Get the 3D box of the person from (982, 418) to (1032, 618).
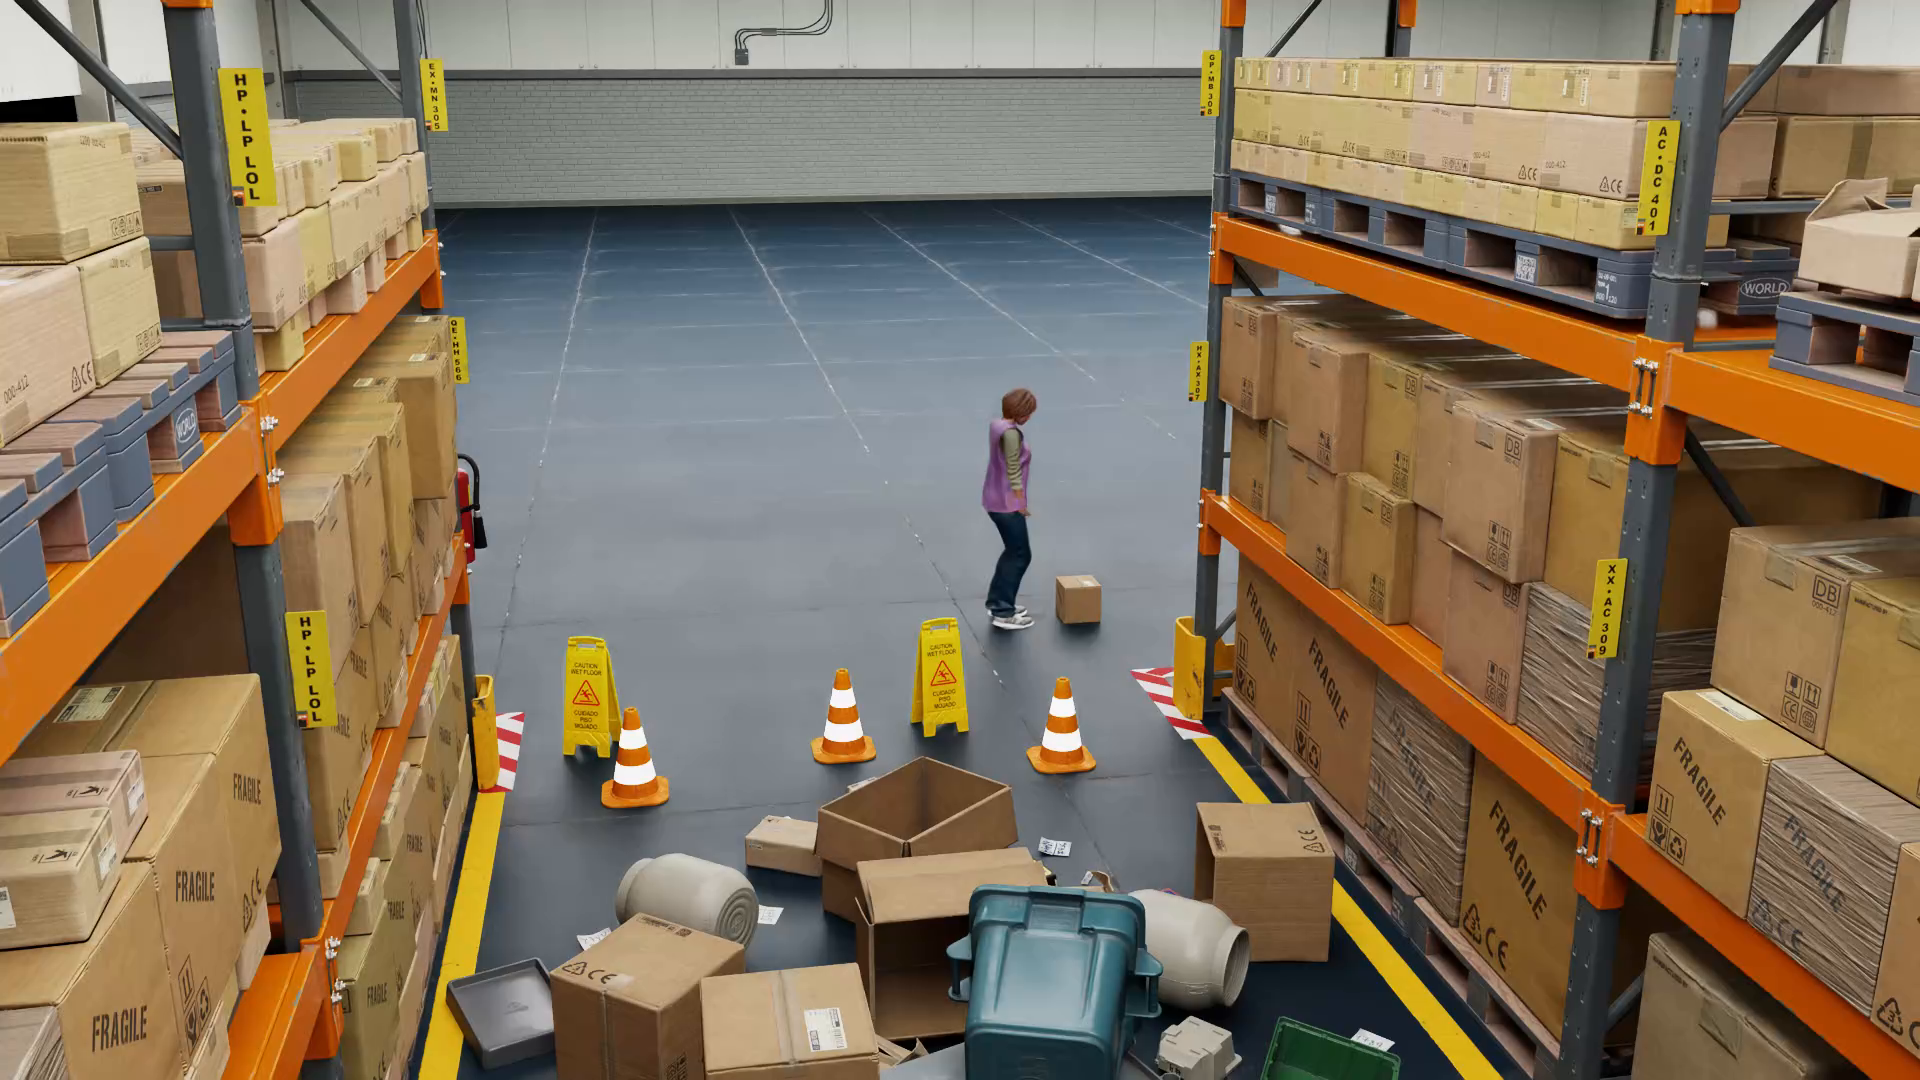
[{"bbox_3d":[0.296,-0.157,10.857,0.309,1.299,0.420,-3,17,-9],"label":"person"}]
